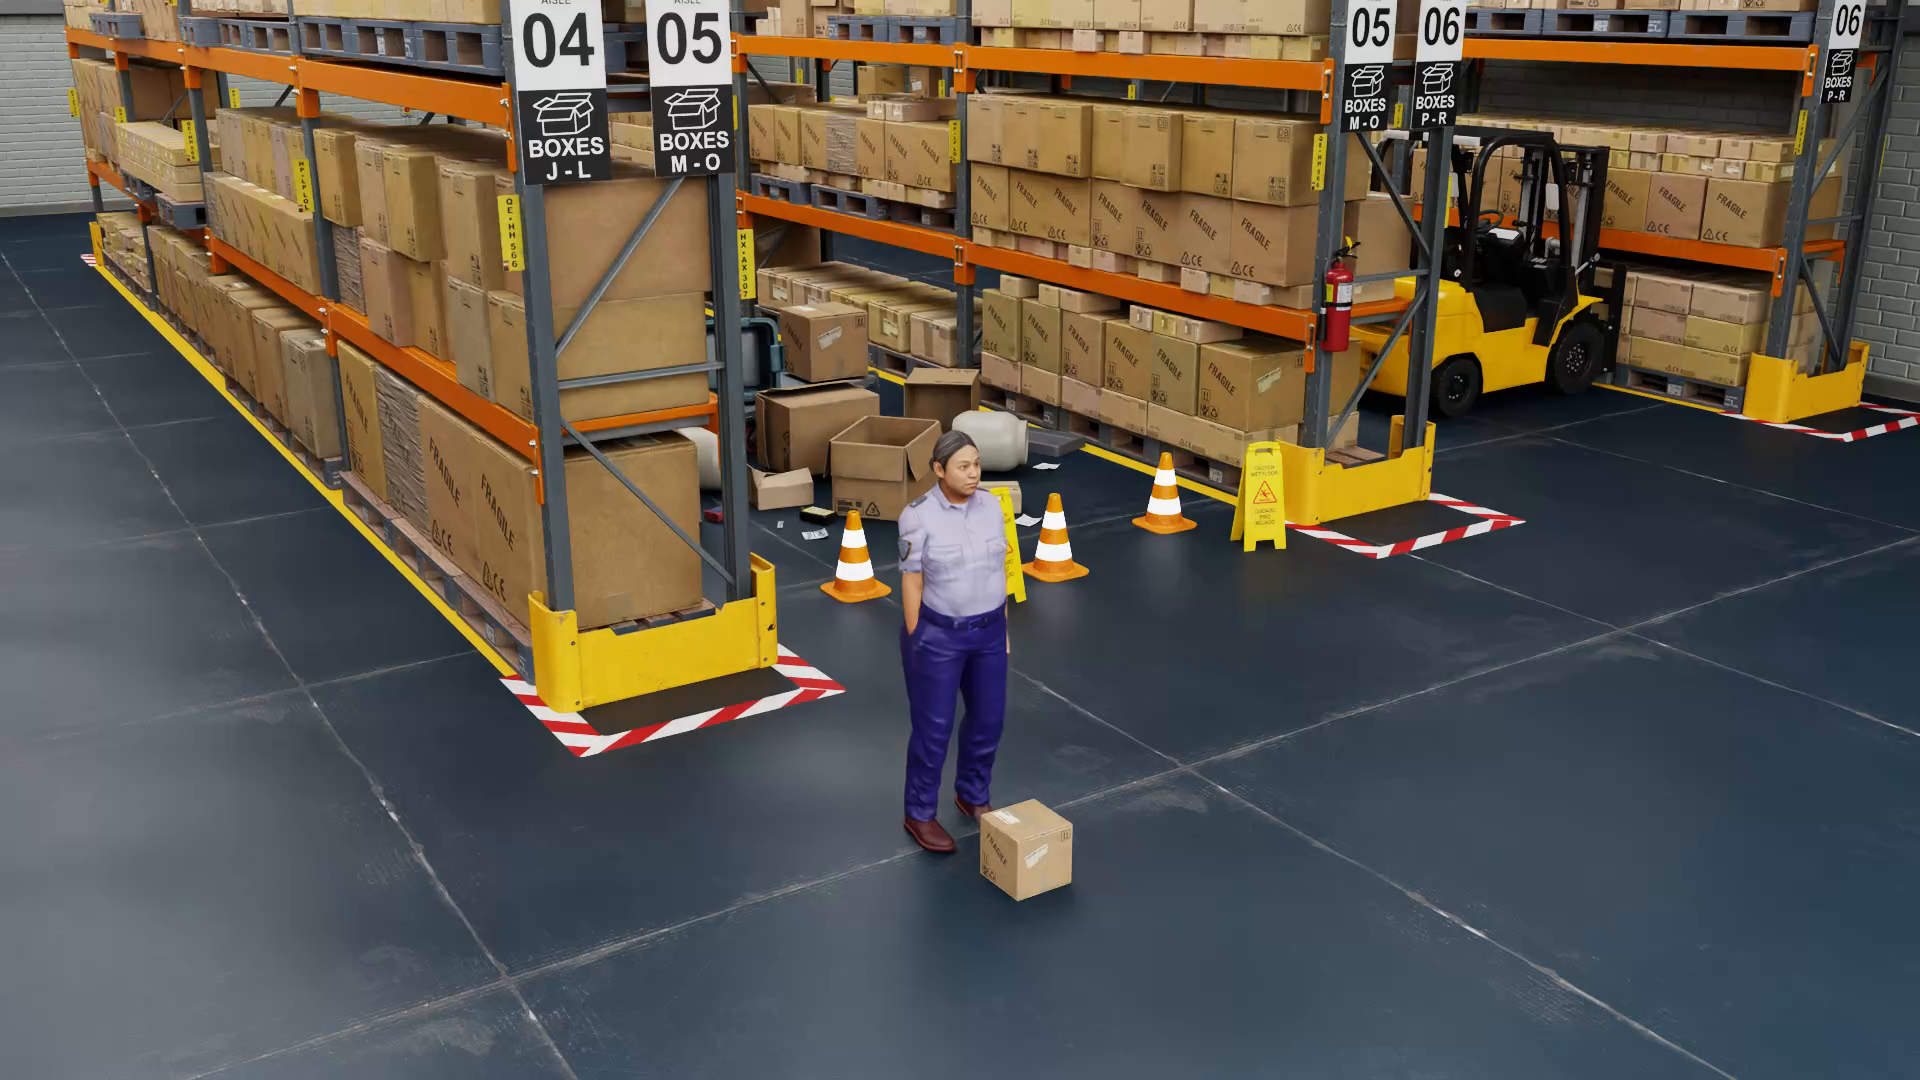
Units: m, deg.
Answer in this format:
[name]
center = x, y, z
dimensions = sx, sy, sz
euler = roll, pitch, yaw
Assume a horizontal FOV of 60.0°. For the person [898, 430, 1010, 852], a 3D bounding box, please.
[person]
center = -0.004, 0.402, 6.444
dimensions = 0.467, 1.691, 0.351
euler = -11, 21, -30
